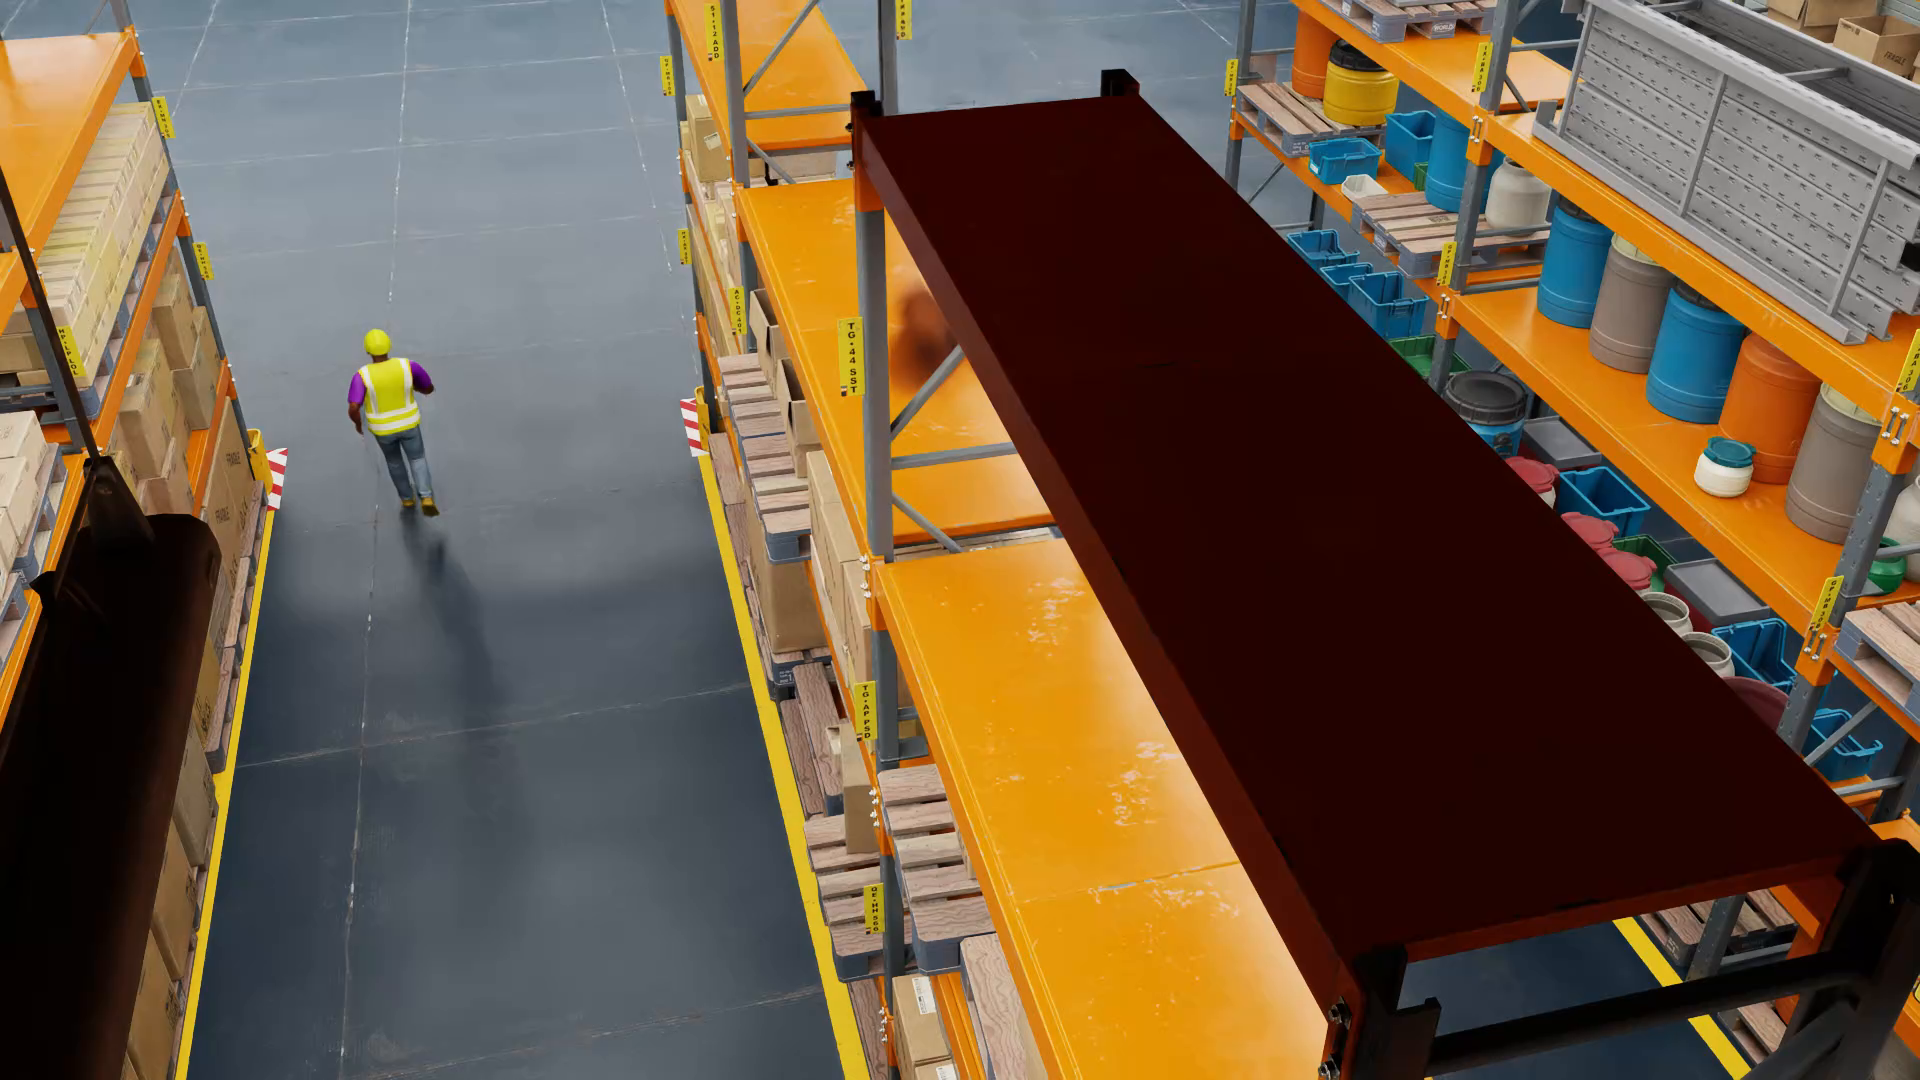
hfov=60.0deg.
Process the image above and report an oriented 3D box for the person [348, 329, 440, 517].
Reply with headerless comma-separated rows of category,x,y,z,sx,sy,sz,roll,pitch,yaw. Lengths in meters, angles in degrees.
person,-4.713,-0.954,13.924,0.724,1.748,0.864,-16,38,-22
